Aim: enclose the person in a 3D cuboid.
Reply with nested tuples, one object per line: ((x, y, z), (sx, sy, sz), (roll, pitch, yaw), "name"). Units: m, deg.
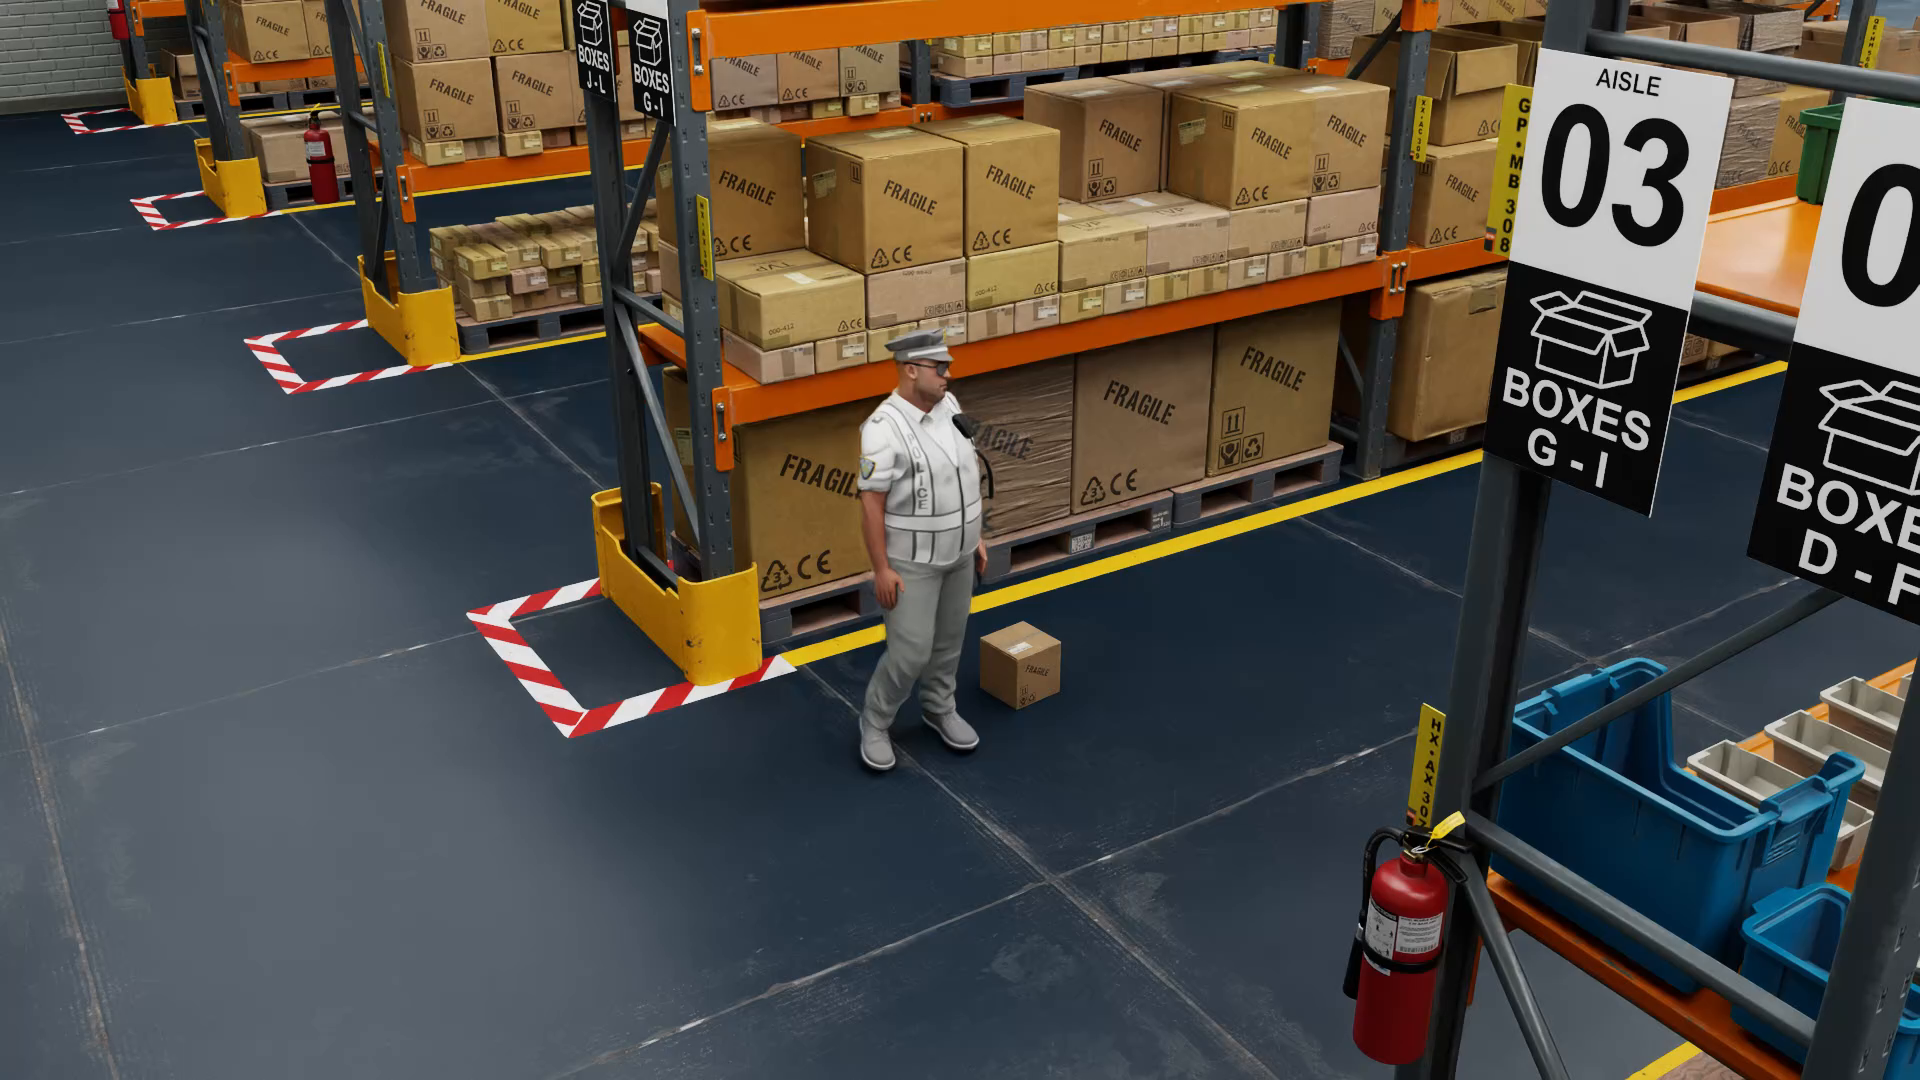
((-0.156, 0.033, 6.485), (0.421, 1.760, 0.622), (21, 32, 38), "person")
